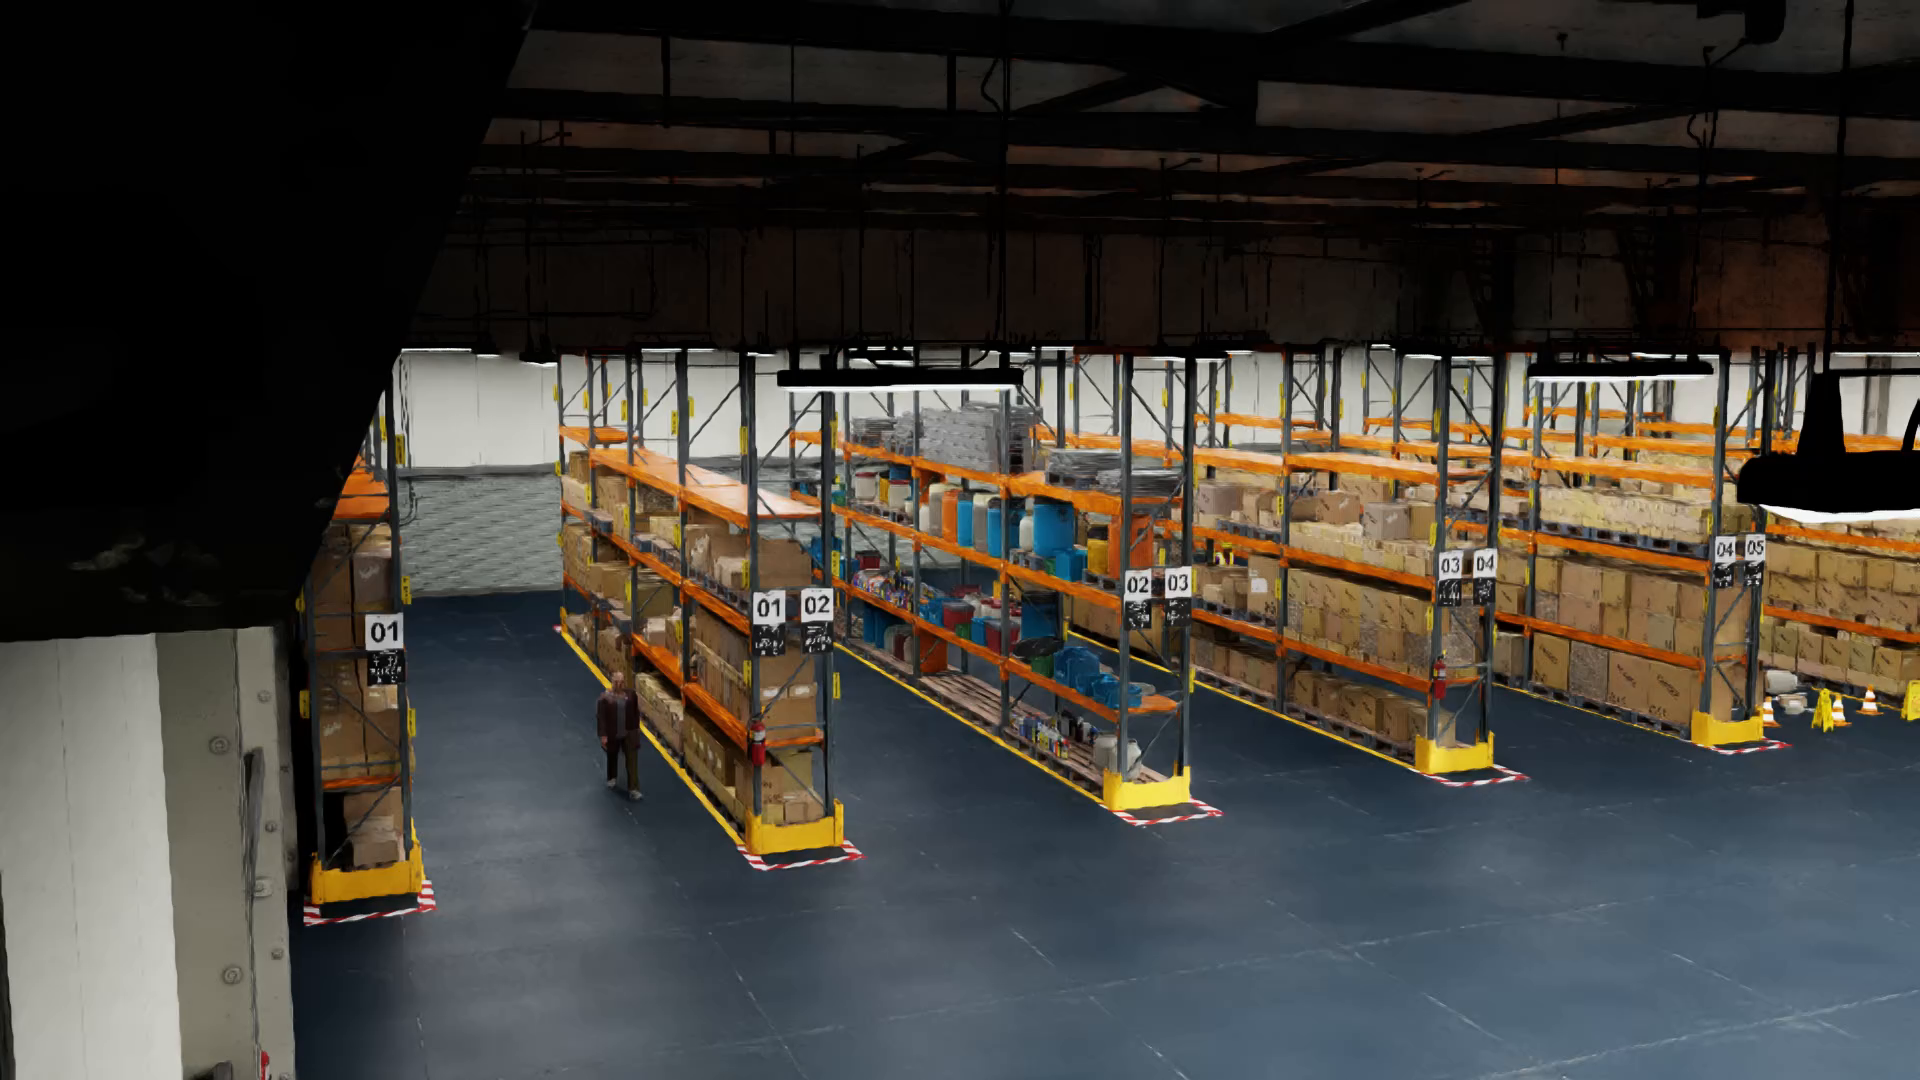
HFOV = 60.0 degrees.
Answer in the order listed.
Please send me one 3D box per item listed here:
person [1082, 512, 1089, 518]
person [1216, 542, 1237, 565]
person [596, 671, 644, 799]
[{"bbox_3d":[3.232,0.012,43.872,0.566,1.526,0.519,-3,8,-23],"label":"person"},{"bbox_3d":[5.764,0.862,36.462,0.719,1.714,0.577,-3,8,-23],"label":"person"},{"bbox_3d":[-4.631,2.608,22.557,0.575,1.696,1.175,-2,8,-19],"label":"person"}]
